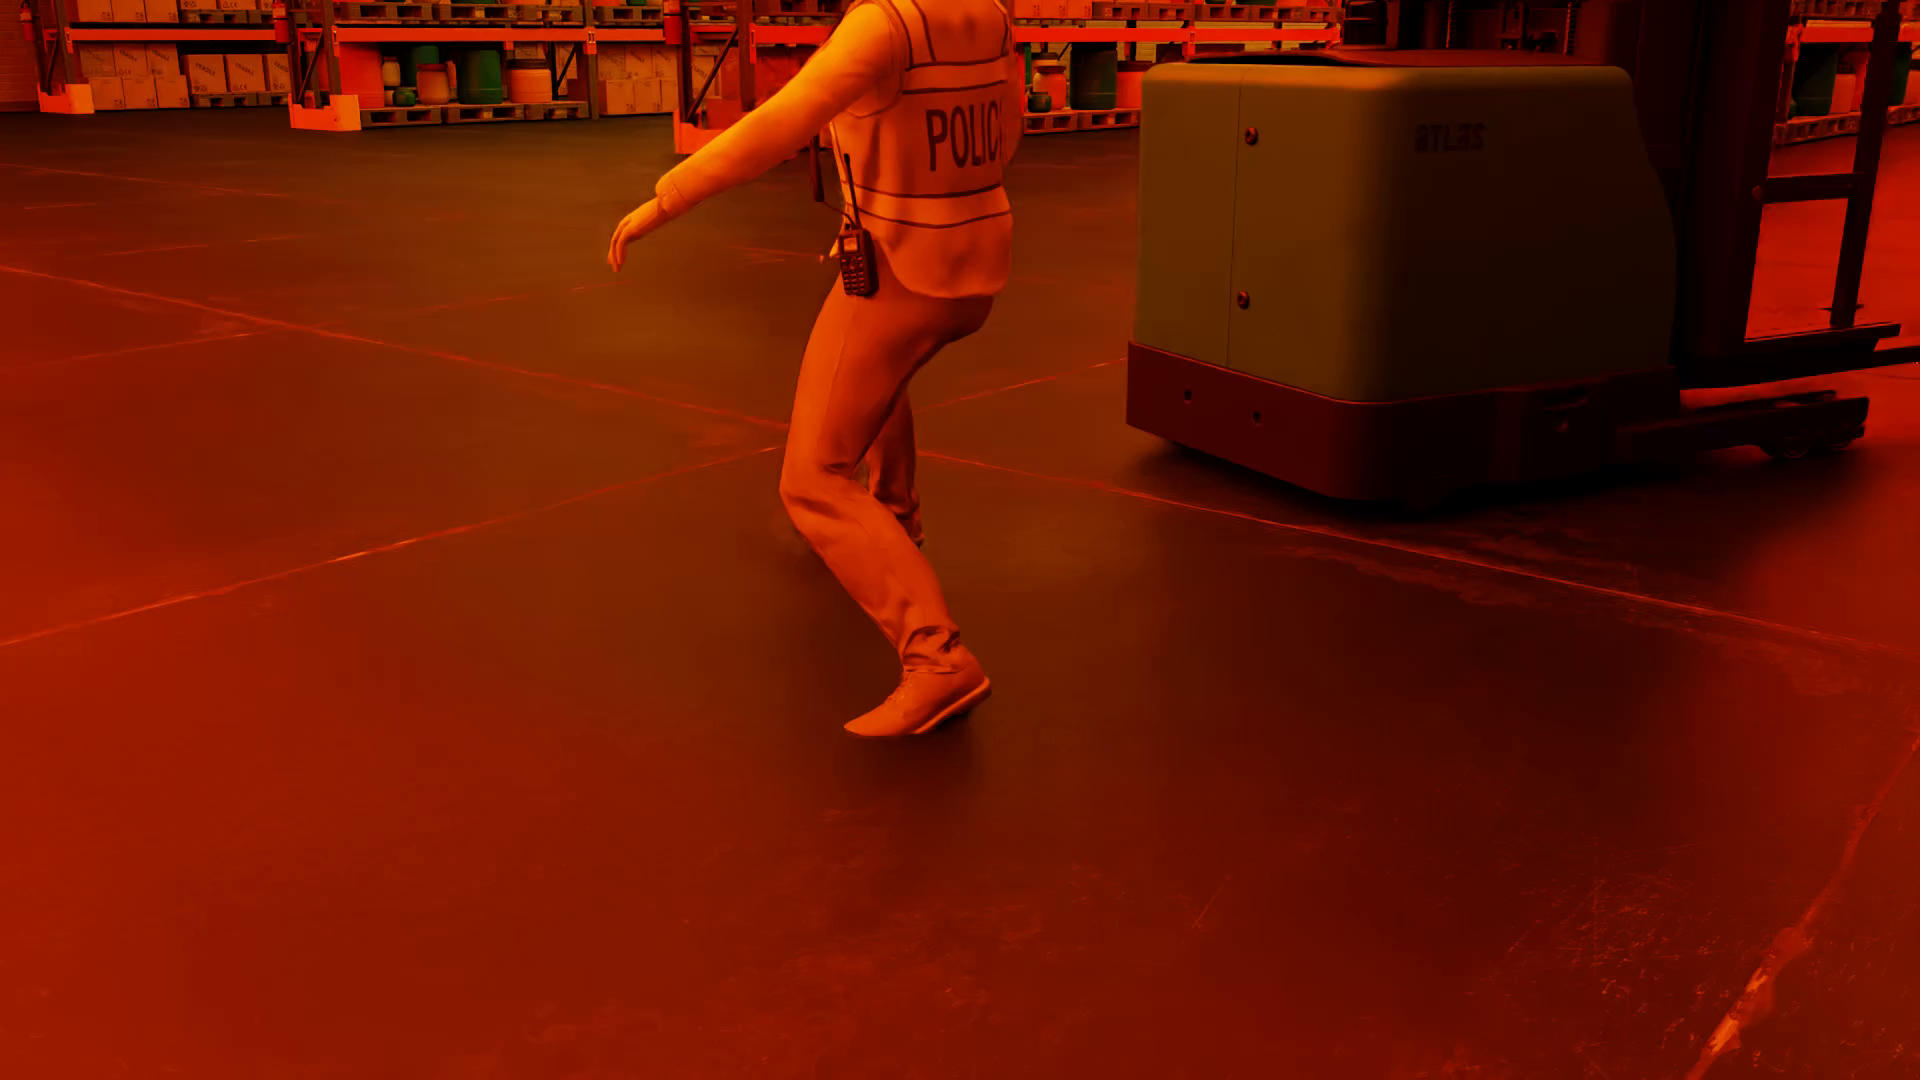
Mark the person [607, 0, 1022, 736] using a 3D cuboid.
[{"bbox_3d":[-0.179,-0.517,3.154,0.858,1.531,0.927,10,20,30],"label":"person"}]

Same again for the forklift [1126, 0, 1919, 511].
[{"bbox_3d":[2.027,-1.756,4.680,3.031,2.935,1.130,-9,19,-27],"label":"forklift"}]
